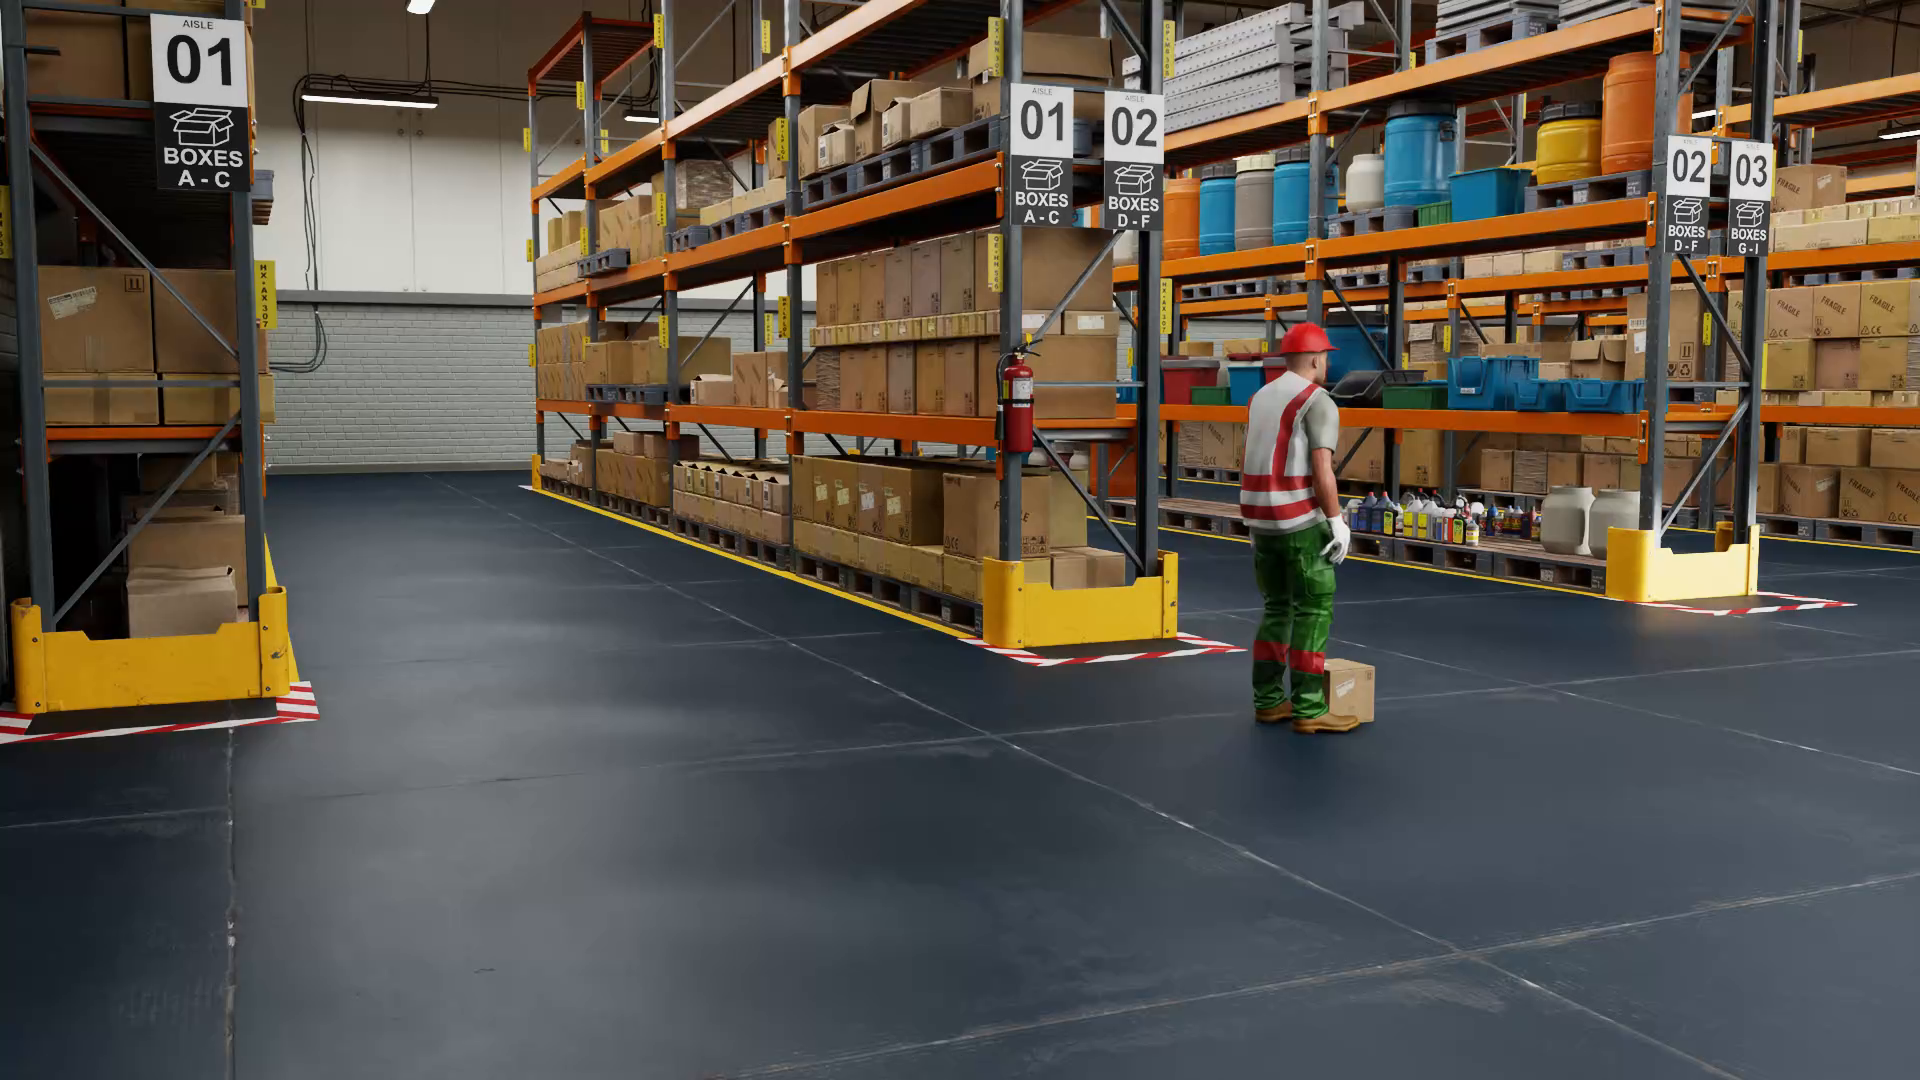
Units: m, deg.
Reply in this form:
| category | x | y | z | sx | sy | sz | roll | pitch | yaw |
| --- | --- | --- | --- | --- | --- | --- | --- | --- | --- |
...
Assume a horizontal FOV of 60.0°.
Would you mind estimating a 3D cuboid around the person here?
| category | x | y | z | sx | sy | sz | roll | pitch | yaw |
| --- | --- | --- | --- | --- | --- | --- | --- | --- | --- |
| person | 1.483 | -0.068 | 7.344 | 0.445 | 1.781 | 0.621 | -3 | 6 | -27 |
